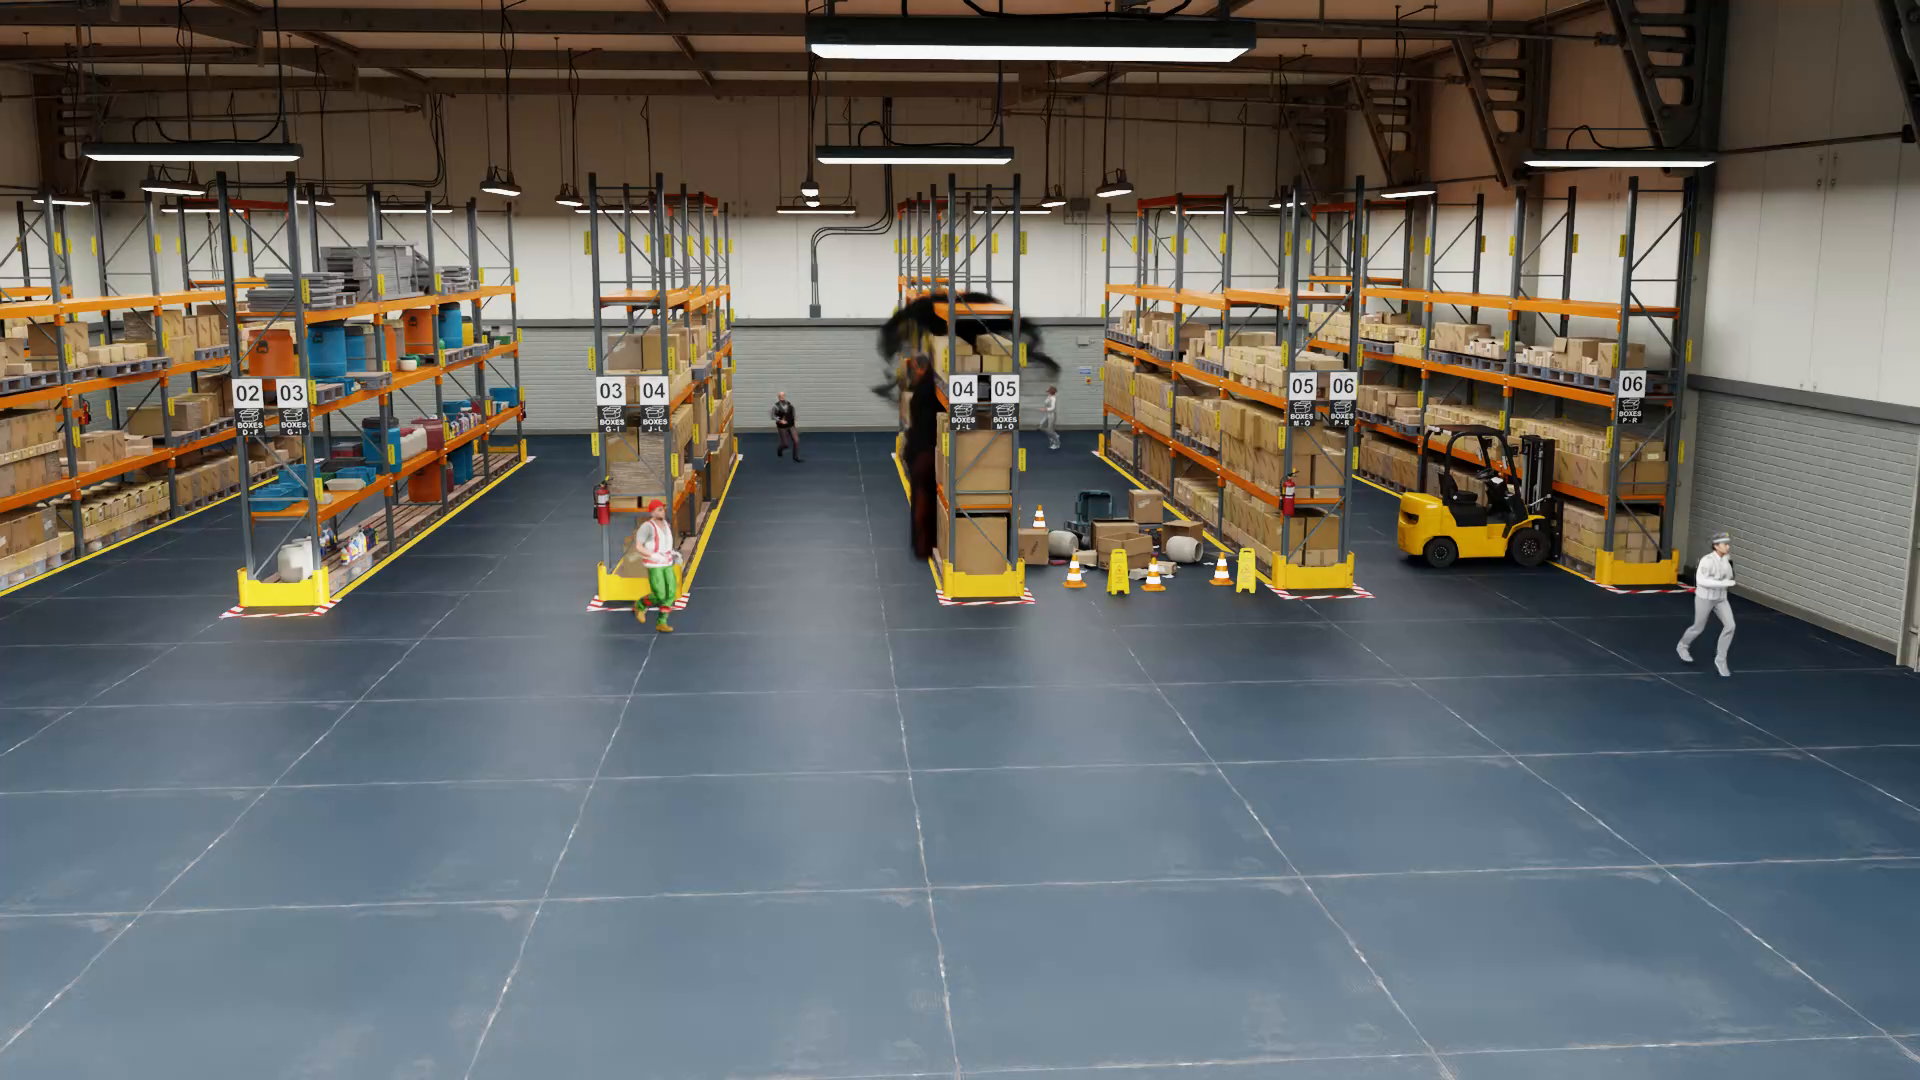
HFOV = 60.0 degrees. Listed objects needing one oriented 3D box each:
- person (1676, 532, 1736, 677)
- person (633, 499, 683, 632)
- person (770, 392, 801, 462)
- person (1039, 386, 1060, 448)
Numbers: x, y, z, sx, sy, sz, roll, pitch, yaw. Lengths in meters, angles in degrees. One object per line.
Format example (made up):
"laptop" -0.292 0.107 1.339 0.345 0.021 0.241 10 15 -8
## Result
"person" 8.913 0.725 19.801 0.638 1.729 0.831 -4 11 -22
"person" -3.986 0.328 21.827 0.656 1.744 0.648 6 12 32
"person" -4.124 -2.660 39.116 0.678 1.653 0.645 -6 12 -30
"person" 2.228 -3.024 41.528 0.587 1.466 0.505 -3 10 -16
